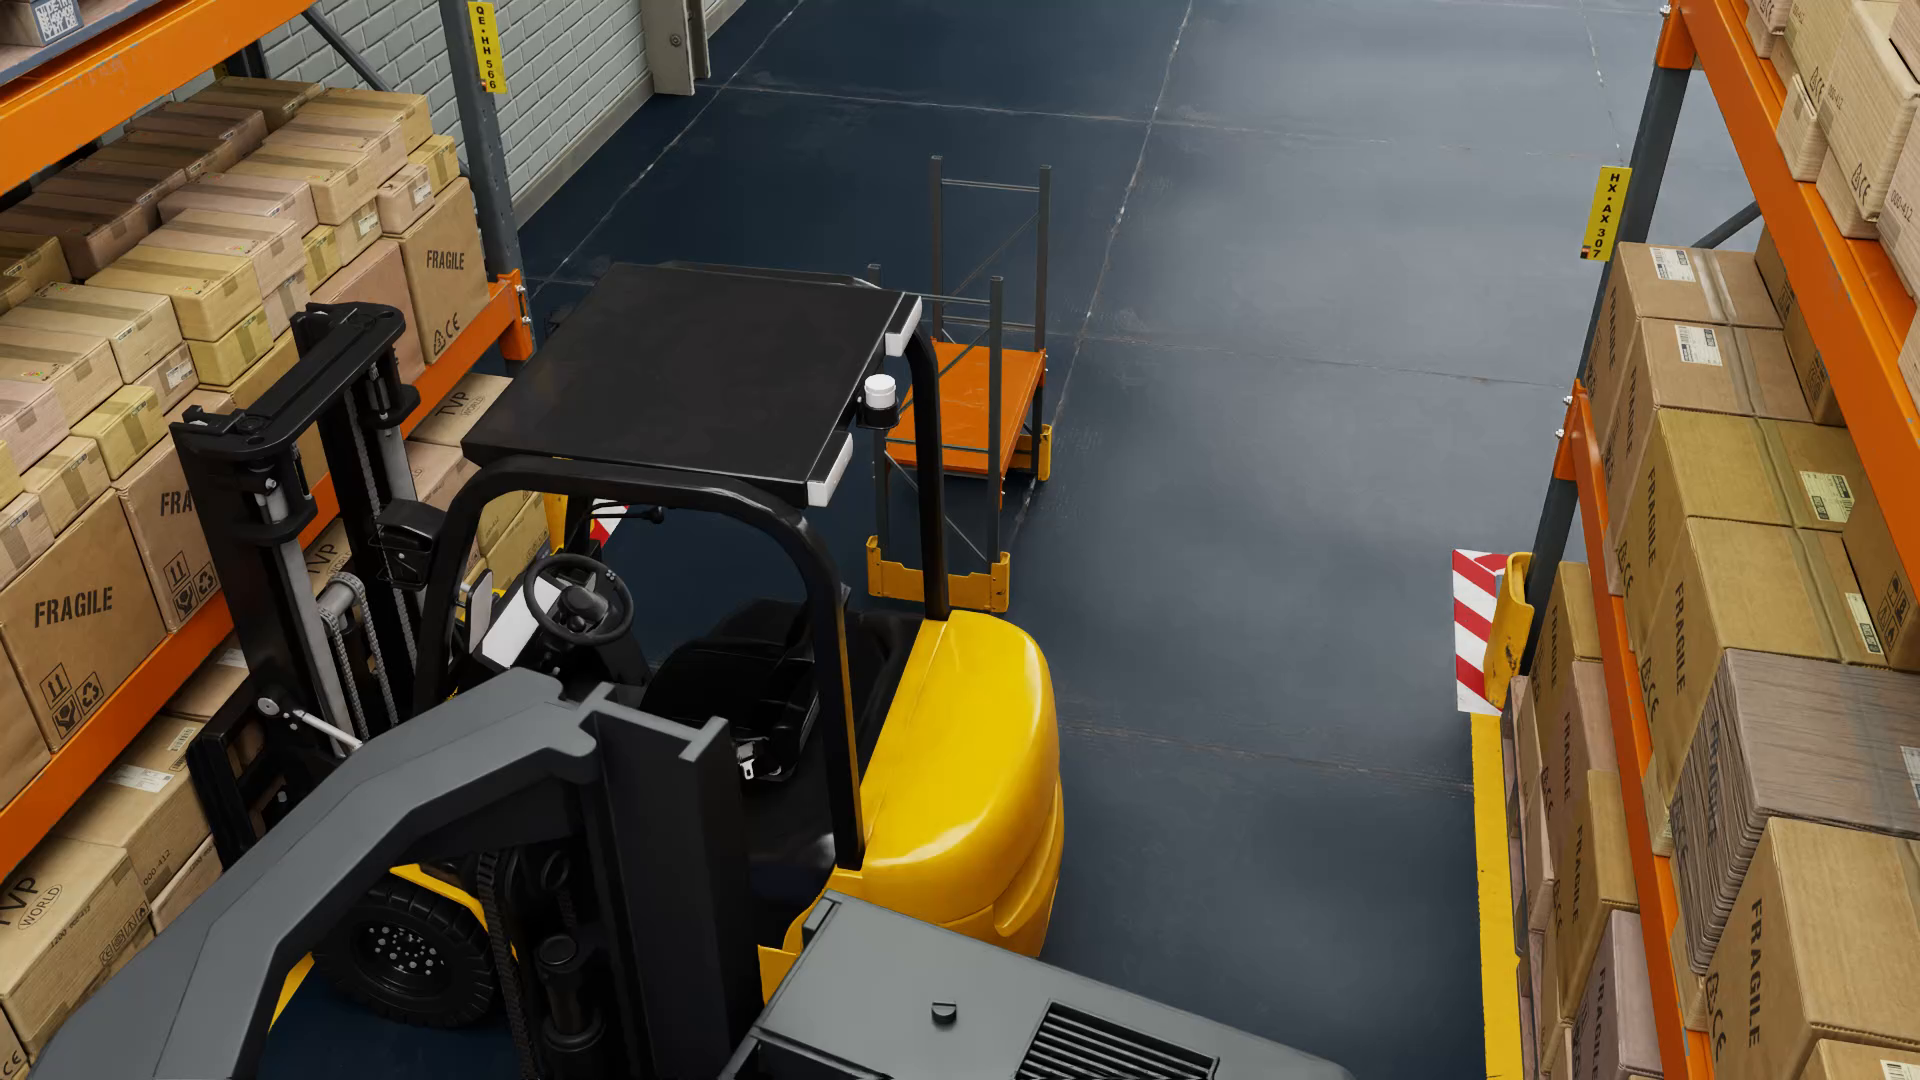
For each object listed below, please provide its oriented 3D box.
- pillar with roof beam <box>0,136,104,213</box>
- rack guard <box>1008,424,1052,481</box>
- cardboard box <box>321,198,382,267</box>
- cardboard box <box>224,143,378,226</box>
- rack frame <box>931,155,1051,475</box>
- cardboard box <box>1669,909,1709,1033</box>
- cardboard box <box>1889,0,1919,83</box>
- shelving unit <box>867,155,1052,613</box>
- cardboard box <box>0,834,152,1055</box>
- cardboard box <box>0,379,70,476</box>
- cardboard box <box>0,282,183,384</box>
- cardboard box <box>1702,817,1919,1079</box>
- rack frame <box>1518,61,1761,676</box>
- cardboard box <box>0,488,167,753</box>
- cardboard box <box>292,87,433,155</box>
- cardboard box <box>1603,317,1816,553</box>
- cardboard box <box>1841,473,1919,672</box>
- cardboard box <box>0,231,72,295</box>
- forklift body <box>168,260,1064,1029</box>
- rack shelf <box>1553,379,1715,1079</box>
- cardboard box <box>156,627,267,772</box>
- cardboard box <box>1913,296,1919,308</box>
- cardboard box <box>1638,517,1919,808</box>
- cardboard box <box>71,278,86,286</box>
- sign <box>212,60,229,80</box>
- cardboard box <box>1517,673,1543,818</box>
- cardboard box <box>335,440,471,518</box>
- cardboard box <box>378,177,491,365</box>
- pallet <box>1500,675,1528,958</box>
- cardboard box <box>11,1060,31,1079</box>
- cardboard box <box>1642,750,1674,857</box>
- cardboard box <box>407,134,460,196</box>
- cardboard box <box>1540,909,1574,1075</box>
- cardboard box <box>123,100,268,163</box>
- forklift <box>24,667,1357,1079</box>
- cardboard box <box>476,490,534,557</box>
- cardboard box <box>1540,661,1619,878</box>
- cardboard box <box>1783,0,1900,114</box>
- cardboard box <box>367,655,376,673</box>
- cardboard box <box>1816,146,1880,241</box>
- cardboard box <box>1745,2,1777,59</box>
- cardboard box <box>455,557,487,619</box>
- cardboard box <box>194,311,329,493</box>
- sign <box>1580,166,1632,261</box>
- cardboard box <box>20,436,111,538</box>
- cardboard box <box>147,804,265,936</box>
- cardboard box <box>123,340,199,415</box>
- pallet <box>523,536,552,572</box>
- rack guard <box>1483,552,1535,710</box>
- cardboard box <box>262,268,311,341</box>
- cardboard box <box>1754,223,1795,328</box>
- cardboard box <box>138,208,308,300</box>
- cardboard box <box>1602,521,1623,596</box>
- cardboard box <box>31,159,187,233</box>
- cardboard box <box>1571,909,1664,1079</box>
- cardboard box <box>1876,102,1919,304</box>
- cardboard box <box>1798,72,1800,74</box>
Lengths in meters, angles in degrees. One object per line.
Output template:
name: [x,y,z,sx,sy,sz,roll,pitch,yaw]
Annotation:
pillar with roof beam: [0.964,-2.866,3.537,9.100,9.000,0.400,7,37,10]
rack guard: [0.123,-0.430,7.631,0.587,0.250,0.087,7,37,10]
cardboard box: [-2.153,-1.041,5.492,0.380,0.149,0.250,8,37,11]
cardboard box: [-2.134,-1.156,5.398,0.380,0.149,0.250,8,37,11]
rack frame: [0.127,-0.948,7.279,0.500,1.500,0.032,7,37,10]
cardboard box: [1.768,0.947,3.602,0.380,0.149,0.250,7,36,9]
cardboard box: [1.876,-0.895,2.908,0.380,0.149,0.250,8,37,11]
shelving unit: [0.016,-0.651,6.870,0.587,1.500,1.083,7,37,10]
cardboard box: [-2.537,1.039,4.394,0.500,0.250,0.500,7,37,10]
cardboard box: [-2.511,-0.287,4.199,0.380,0.149,0.250,7,37,10]
cardboard box: [-2.405,-0.575,4.596,0.380,0.149,0.250,8,37,11]
cardboard box: [1.739,0.907,3.103,0.500,0.500,0.500,9,37,12]
rack frame: [2.638,-0.643,5.581,1.000,3.000,0.127,7,37,10]
cardboard box: [-2.514,0.177,4.365,0.500,0.500,0.500,7,37,10]
cardboard box: [-2.083,-1.455,5.810,0.380,0.149,0.250,7,37,10]
cardboard box: [2.158,-0.270,4.728,0.500,0.500,0.500,8,37,11]
cardboard box: [2.376,-0.025,3.538,0.700,0.500,0.500,7,37,10]
cardboard box: [-2.875,-0.790,4.892,0.380,0.149,0.250,6,36,9]
forklift body: [-0.835,0.396,4.870,2.313,2.155,1.214,7,37,10]
rack shelf: [2.211,0.795,4.210,1.077,0.370,4.000,7,37,10]
cardboard box: [-2.323,0.452,5.203,0.500,0.250,0.500,7,36,9]
cardboard box: [1.925,-0.408,2.915,0.380,0.149,0.250,8,37,11]
cardboard box: [1.950,0.315,3.921,0.500,0.500,0.500,7,36,9]
cardboard box: [-2.828,-0.830,5.202,0.380,0.149,0.250,8,37,10]
sign: [-2.753,-1.719,6.260,0.100,0.325,0.005,7,37,10]
cardboard box: [2.195,0.728,5.675,0.500,0.250,0.500,7,37,10]
cardboard box: [-2.109,-0.128,6.004,0.500,0.250,0.500,8,37,11]
cardboard box: [-2.061,-0.988,5.973,0.500,0.500,0.500,7,36,9]
pallet: [2.414,0.991,5.703,1.003,0.211,1.213,7,37,10]
cardboard box: [-2.661,1.532,4.139,0.500,0.250,0.500,7,37,10]
cardboard box: [1.872,0.652,4.009,0.380,0.149,0.250,8,37,10]
cardboard box: [-2.012,-1.332,5.894,0.380,0.149,0.250,8,37,11]
cardboard box: [1.975,1.334,4.838,0.500,0.250,0.500,10,37,13]
cardboard box: [-2.610,-1.376,5.701,0.380,0.149,0.250,9,37,12]
forklift: [-0.124,1.680,2.435,3.031,2.935,1.130,15,38,19]
cardboard box: [-2.011,-0.204,6.535,0.500,0.250,0.500,7,36,9]
cardboard box: [2.084,0.738,5.021,0.500,0.500,0.500,6,36,8]
cardboard box: [2.067,-1.076,3.496,0.500,0.250,0.500,8,37,11]
cardboard box: [-2.218,0.381,5.728,0.500,0.250,0.500,7,36,9]
cardboard box: [1.961,-0.709,3.330,0.380,0.149,0.250,6,36,9]
cardboard box: [2.191,-1.297,4.142,0.380,0.149,0.250,8,37,11]
cardboard box: [-2.119,0.273,6.302,0.500,0.250,0.500,7,37,10]
cardboard box: [-2.290,-0.398,5.158,0.500,0.500,0.500,7,36,9]
sign: [2.108,-1.061,5.421,0.100,0.325,0.005,7,37,10]
cardboard box: [-2.440,-0.153,4.267,0.380,0.149,0.250,6,36,8]
cardboard box: [-2.437,0.957,4.933,0.500,0.250,0.500,7,37,10]
cardboard box: [-2.404,-0.462,4.693,0.380,0.149,0.250,7,37,10]
pallet: [-2.334,0.310,6.643,1.003,0.211,1.213,7,37,10]
rack guard: [2.622,0.413,6.255,1.175,0.500,0.348,7,37,10]
cardboard box: [-2.228,-0.741,5.079,0.380,0.149,0.250,6,36,8]
cardboard box: [2.742,-0.889,4.729,0.700,0.500,0.500,6,36,9]
cardboard box: [-2.207,-0.860,4.988,0.380,0.149,0.250,8,37,11]
cardboard box: [2.088,0.056,4.831,0.380,0.149,0.250,8,37,11]
cardboard box: [-2.691,-1.082,5.295,0.380,0.149,0.250,8,37,10]
cardboard box: [1.863,1.333,4.202,0.500,0.500,0.500,9,37,12]
cardboard box: [1.845,-0.491,2.690,0.500,0.250,0.500,7,36,9]
cardboard box: [2.109,-0.999,3.731,0.380,0.149,0.250,6,36,9]
